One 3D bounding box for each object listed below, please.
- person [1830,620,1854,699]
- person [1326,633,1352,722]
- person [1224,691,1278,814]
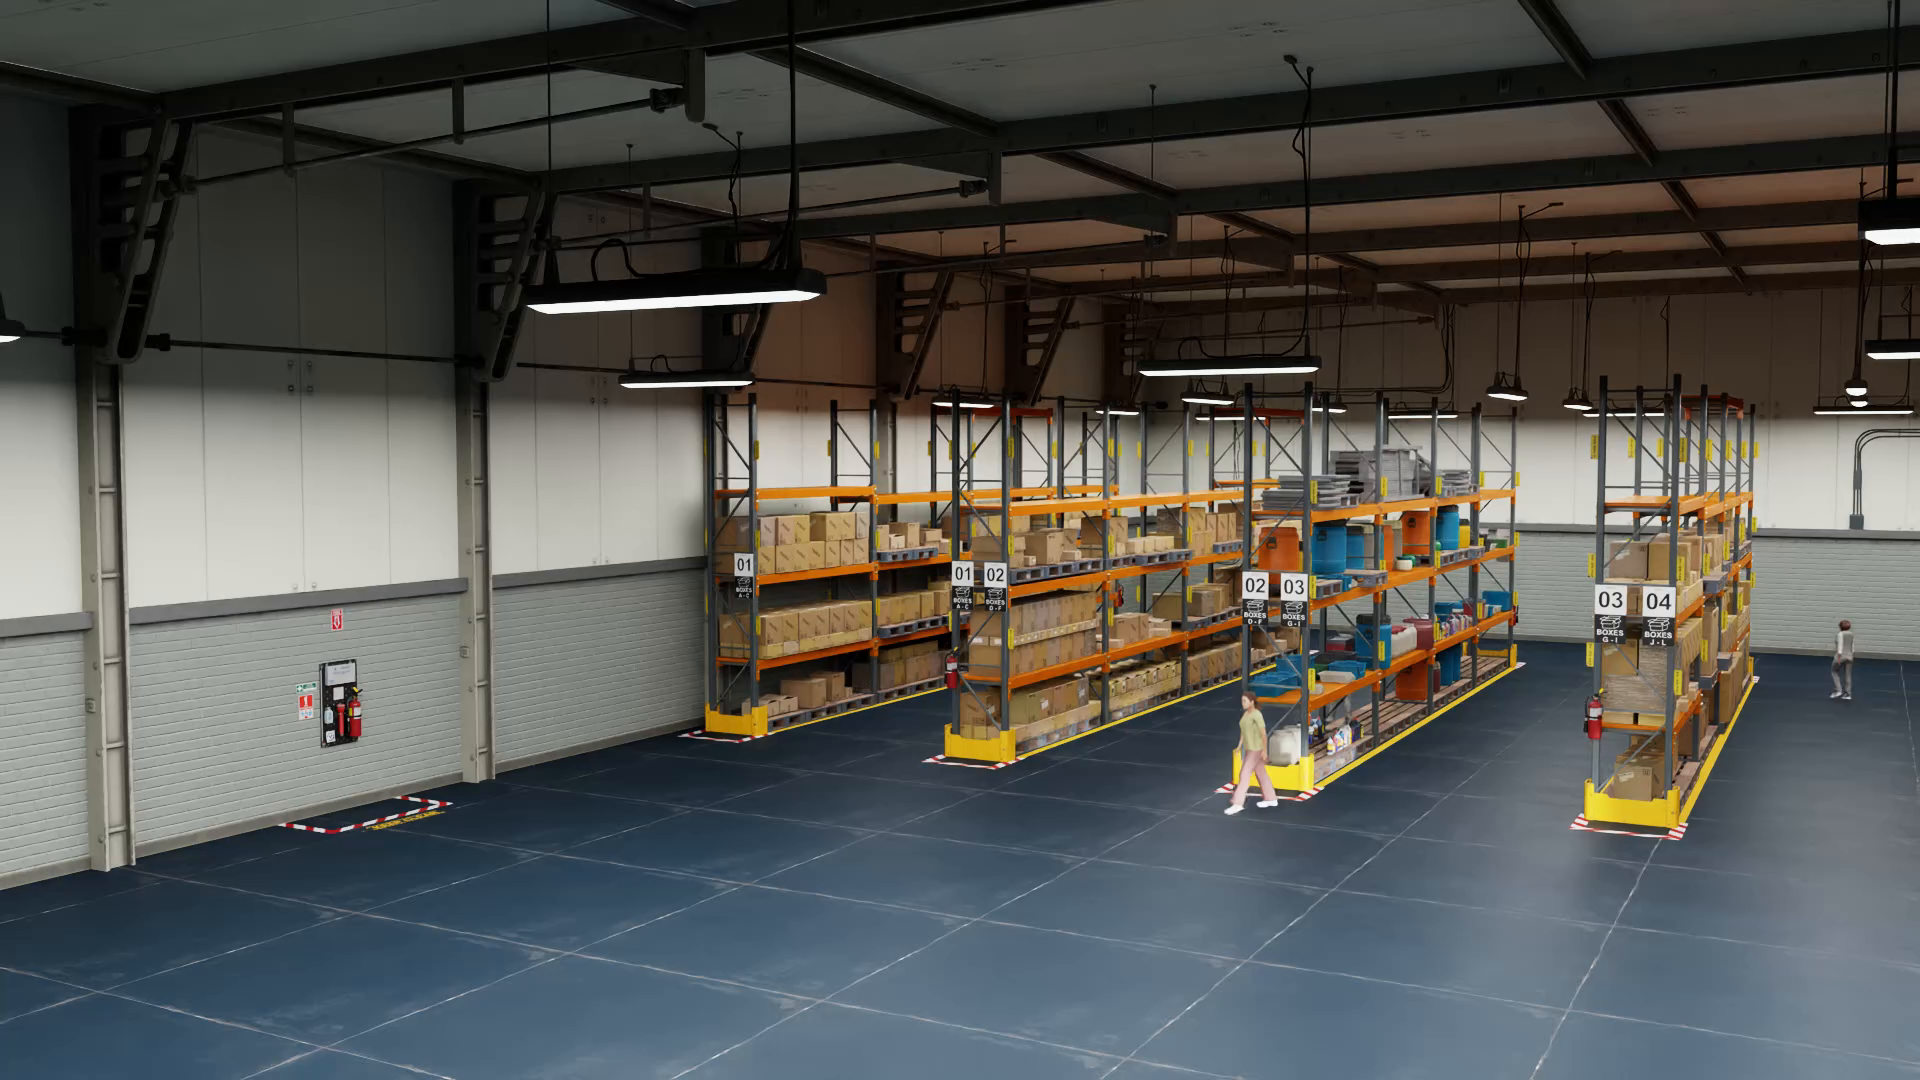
[{"bbox_3d":[17.756,2.417,33.333,0.418,1.561,0.499,0,3,-1],"label":"person"},{"bbox_3d":[6.832,2.484,29.706,0.465,1.632,0.931,0,3,1],"label":"person"},{"bbox_3d":[4.022,2.920,23.068,0.855,1.653,0.493,0,3,-8],"label":"person"}]
